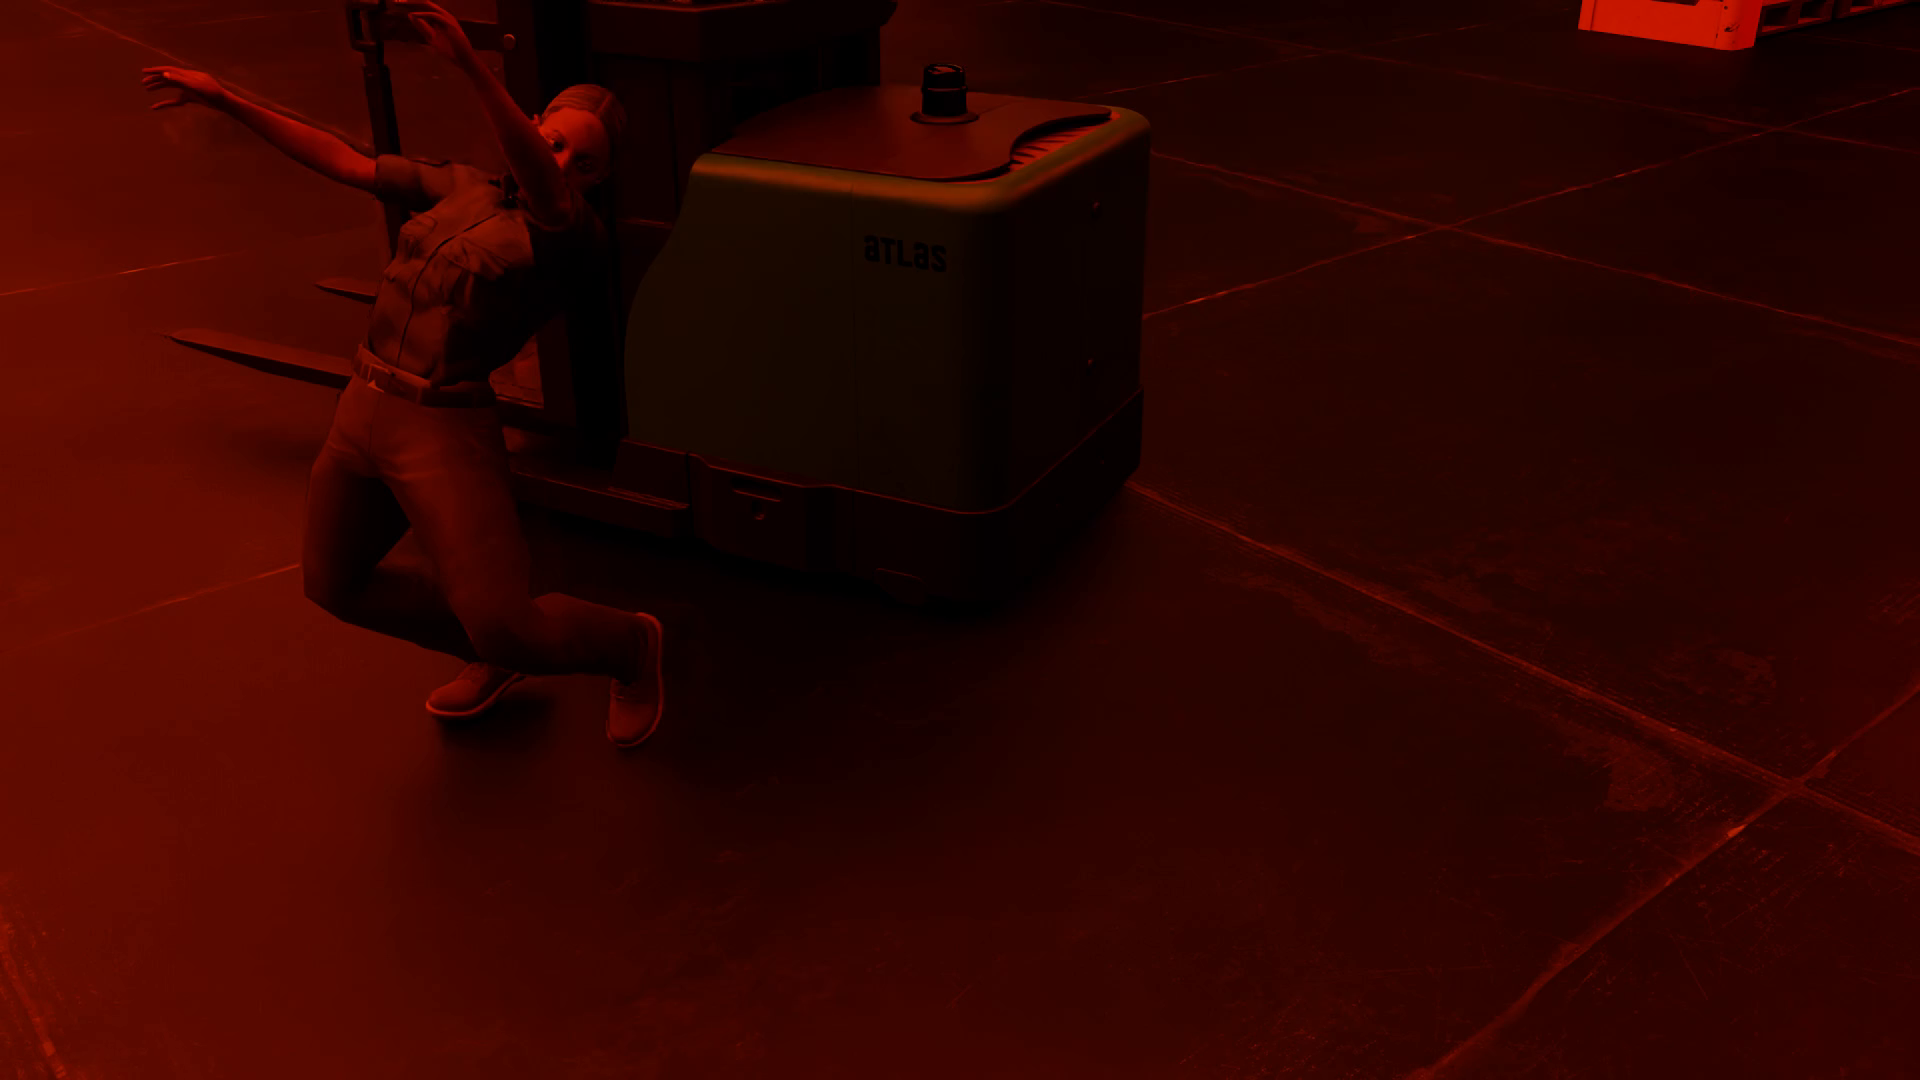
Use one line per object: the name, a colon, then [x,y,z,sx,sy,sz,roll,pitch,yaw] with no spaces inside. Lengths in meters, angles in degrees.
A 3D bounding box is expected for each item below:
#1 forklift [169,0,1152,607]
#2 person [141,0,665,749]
forklift: [-1.033,-1.593,4.415,3.031,2.935,1.130,13,29,24]
person: [-1.051,-0.349,3.388,0.942,1.587,0.641,17,31,30]
